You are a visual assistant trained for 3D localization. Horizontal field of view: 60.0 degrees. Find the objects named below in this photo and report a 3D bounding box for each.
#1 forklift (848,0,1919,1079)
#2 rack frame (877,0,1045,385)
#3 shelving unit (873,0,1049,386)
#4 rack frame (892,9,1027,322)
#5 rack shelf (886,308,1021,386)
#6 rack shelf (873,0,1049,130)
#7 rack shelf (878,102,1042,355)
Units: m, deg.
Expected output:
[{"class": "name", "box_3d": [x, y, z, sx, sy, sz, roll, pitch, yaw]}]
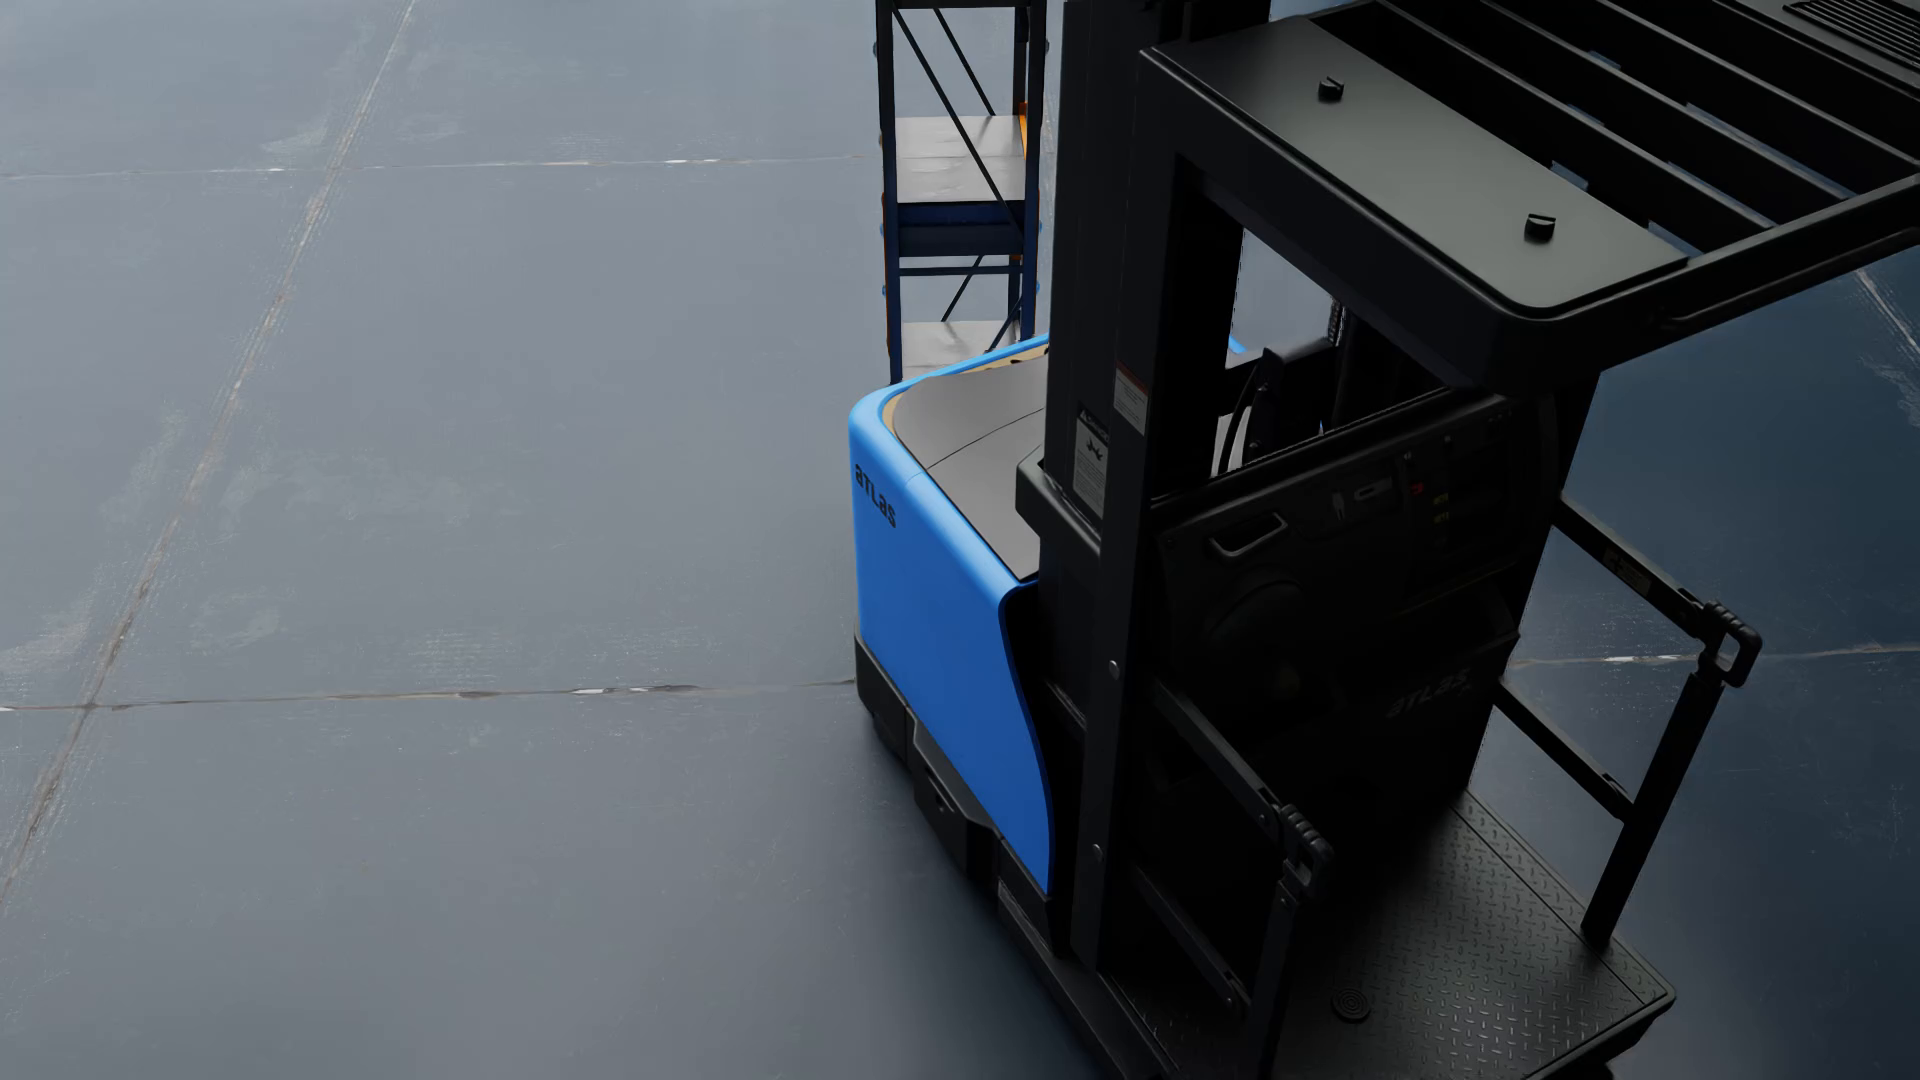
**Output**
[{"class": "forklift", "box_3d": [0.871, 0.078, 2.996, 1.130, 2.935, 3.031, -21, 46, -21]}, {"class": "rack frame", "box_3d": [0.003, -0.721, 4.483, 0.400, 2.100, 0.015, -2, 43, -2]}, {"class": "shelving unit", "box_3d": [-0.007, -0.886, 4.662, 0.431, 2.100, 0.503, -2, 43, -2]}, {"class": "rack frame", "box_3d": [-0.017, -1.050, 4.842, 0.400, 2.100, 0.015, -2, 43, -2]}, {"class": "rack shelf", "box_3d": [-0.007, -0.360, 5.145, 0.431, 0.518, 0.480, -2, 43, -2]}, {"class": "rack shelf", "box_3d": [-0.007, -1.392, 4.199, 0.431, 0.518, 0.480, -2, 43, -2]}, {"class": "rack shelf", "box_3d": [-0.007, -0.876, 4.672, 0.431, 0.518, 0.480, -2, 43, -2]}]
